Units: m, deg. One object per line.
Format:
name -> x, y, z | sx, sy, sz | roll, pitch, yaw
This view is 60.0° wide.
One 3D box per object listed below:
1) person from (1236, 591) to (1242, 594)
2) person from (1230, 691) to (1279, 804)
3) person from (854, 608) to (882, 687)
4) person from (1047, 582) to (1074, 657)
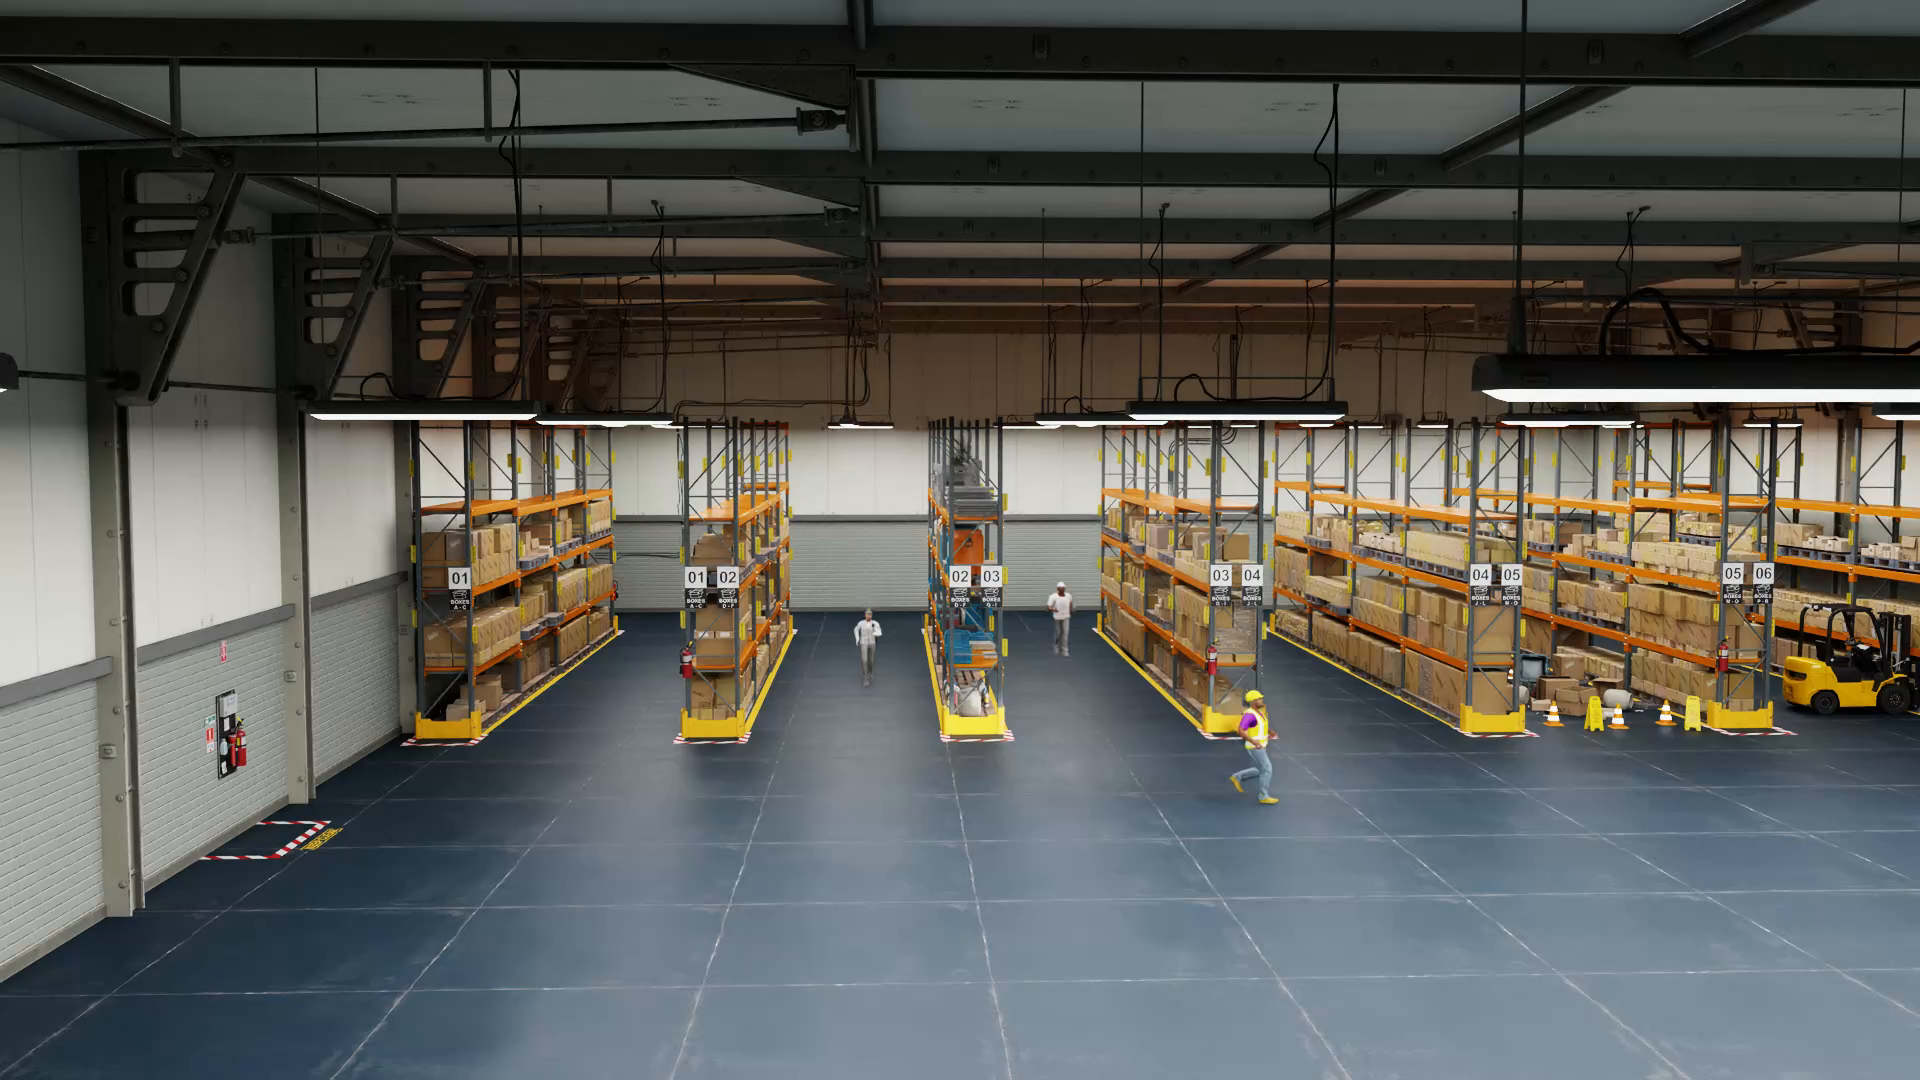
person -> 7.701, 1.841, 47.242 | 0.698, 1.686, 0.741 | 0, 4, 4
person -> 4.538, 3.184, 25.655 | 0.795, 1.733, 0.712 | 2, 4, 24
person -> -2.075, 2.404, 37.697 | 0.596, 1.723, 0.850 | -1, 4, -8
person -> 2.461, 1.911, 40.372 | 0.700, 1.783, 0.887 | -1, 4, -13
